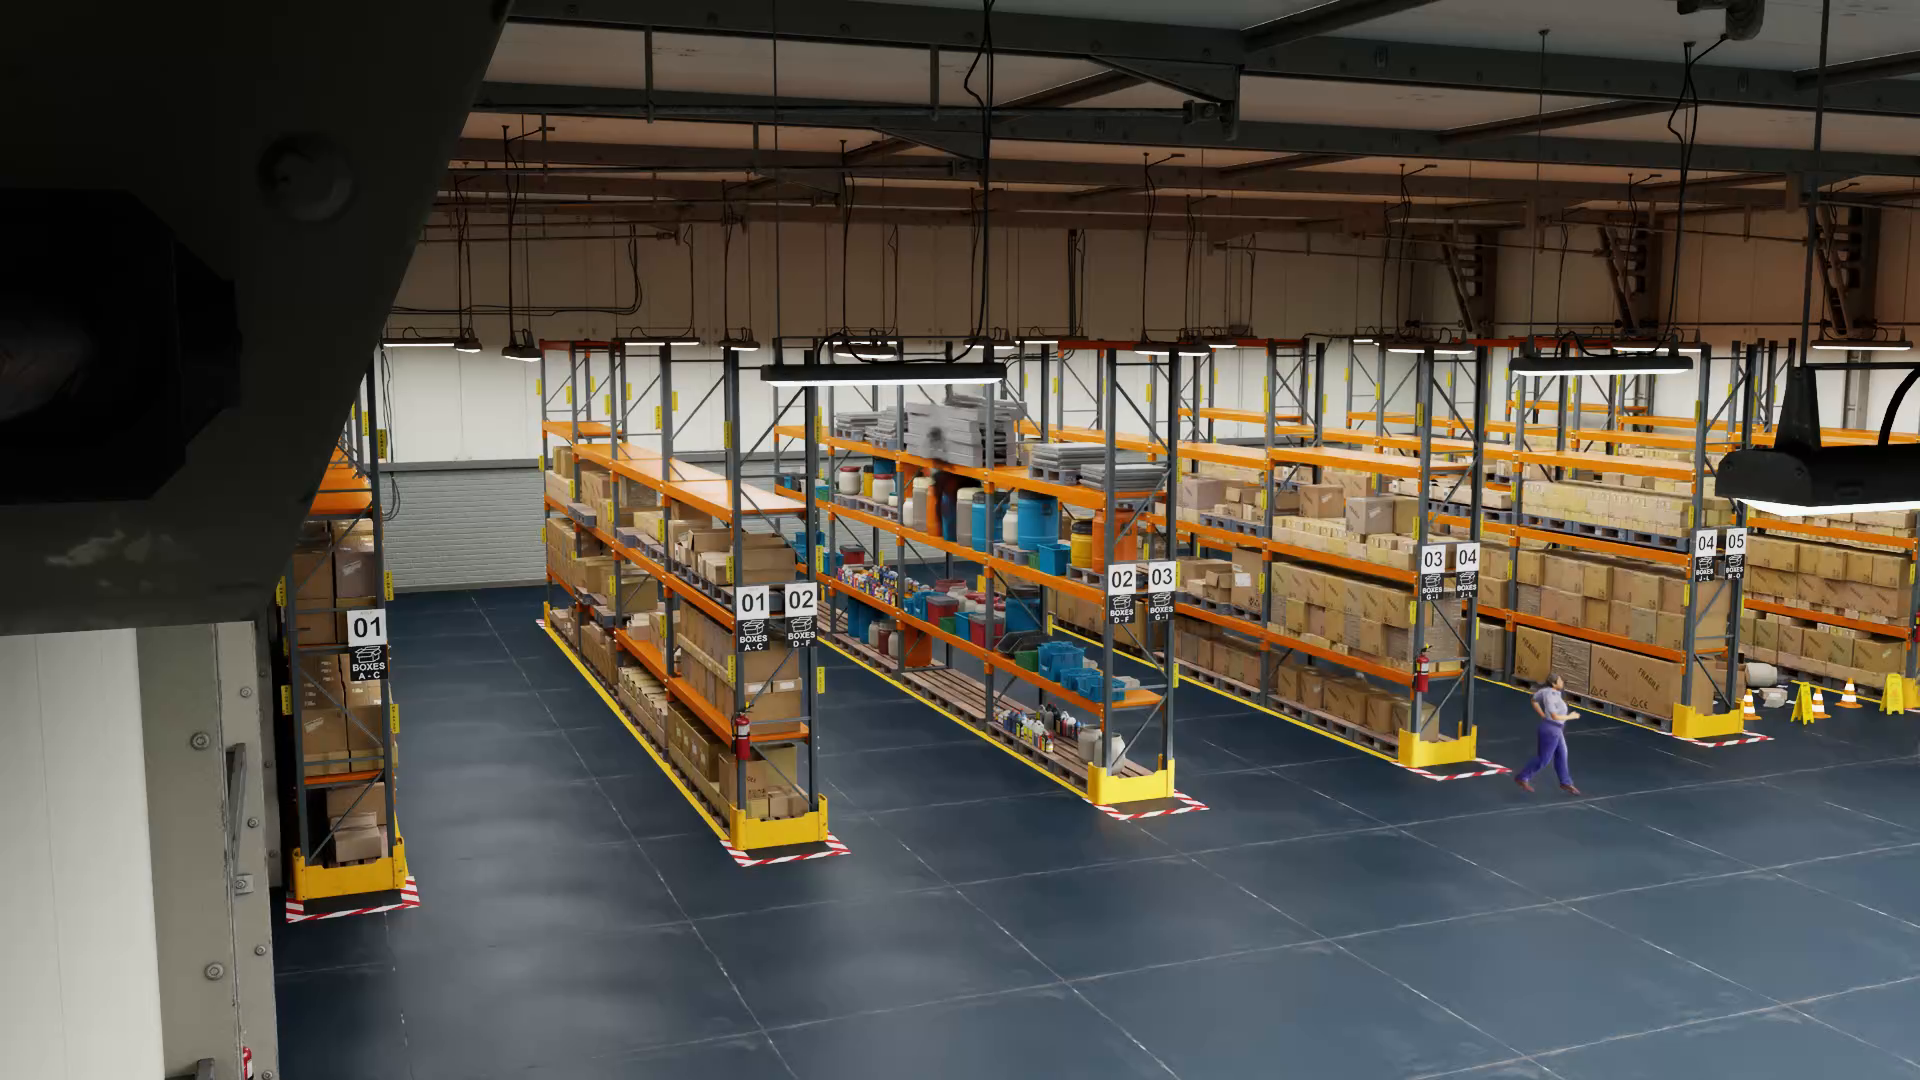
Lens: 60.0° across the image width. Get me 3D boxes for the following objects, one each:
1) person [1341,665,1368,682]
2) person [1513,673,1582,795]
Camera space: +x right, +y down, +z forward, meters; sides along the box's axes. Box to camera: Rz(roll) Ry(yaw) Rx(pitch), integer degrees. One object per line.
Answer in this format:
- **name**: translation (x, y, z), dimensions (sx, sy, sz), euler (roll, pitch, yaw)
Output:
- **person**: translation (7.035, 1.624, 29.558), dimensions (0.647, 1.777, 0.803), euler (-3, 8, -24)
- **person**: translation (7.922, 2.605, 22.323), dimensions (0.894, 1.673, 0.615), euler (2, 8, 16)
